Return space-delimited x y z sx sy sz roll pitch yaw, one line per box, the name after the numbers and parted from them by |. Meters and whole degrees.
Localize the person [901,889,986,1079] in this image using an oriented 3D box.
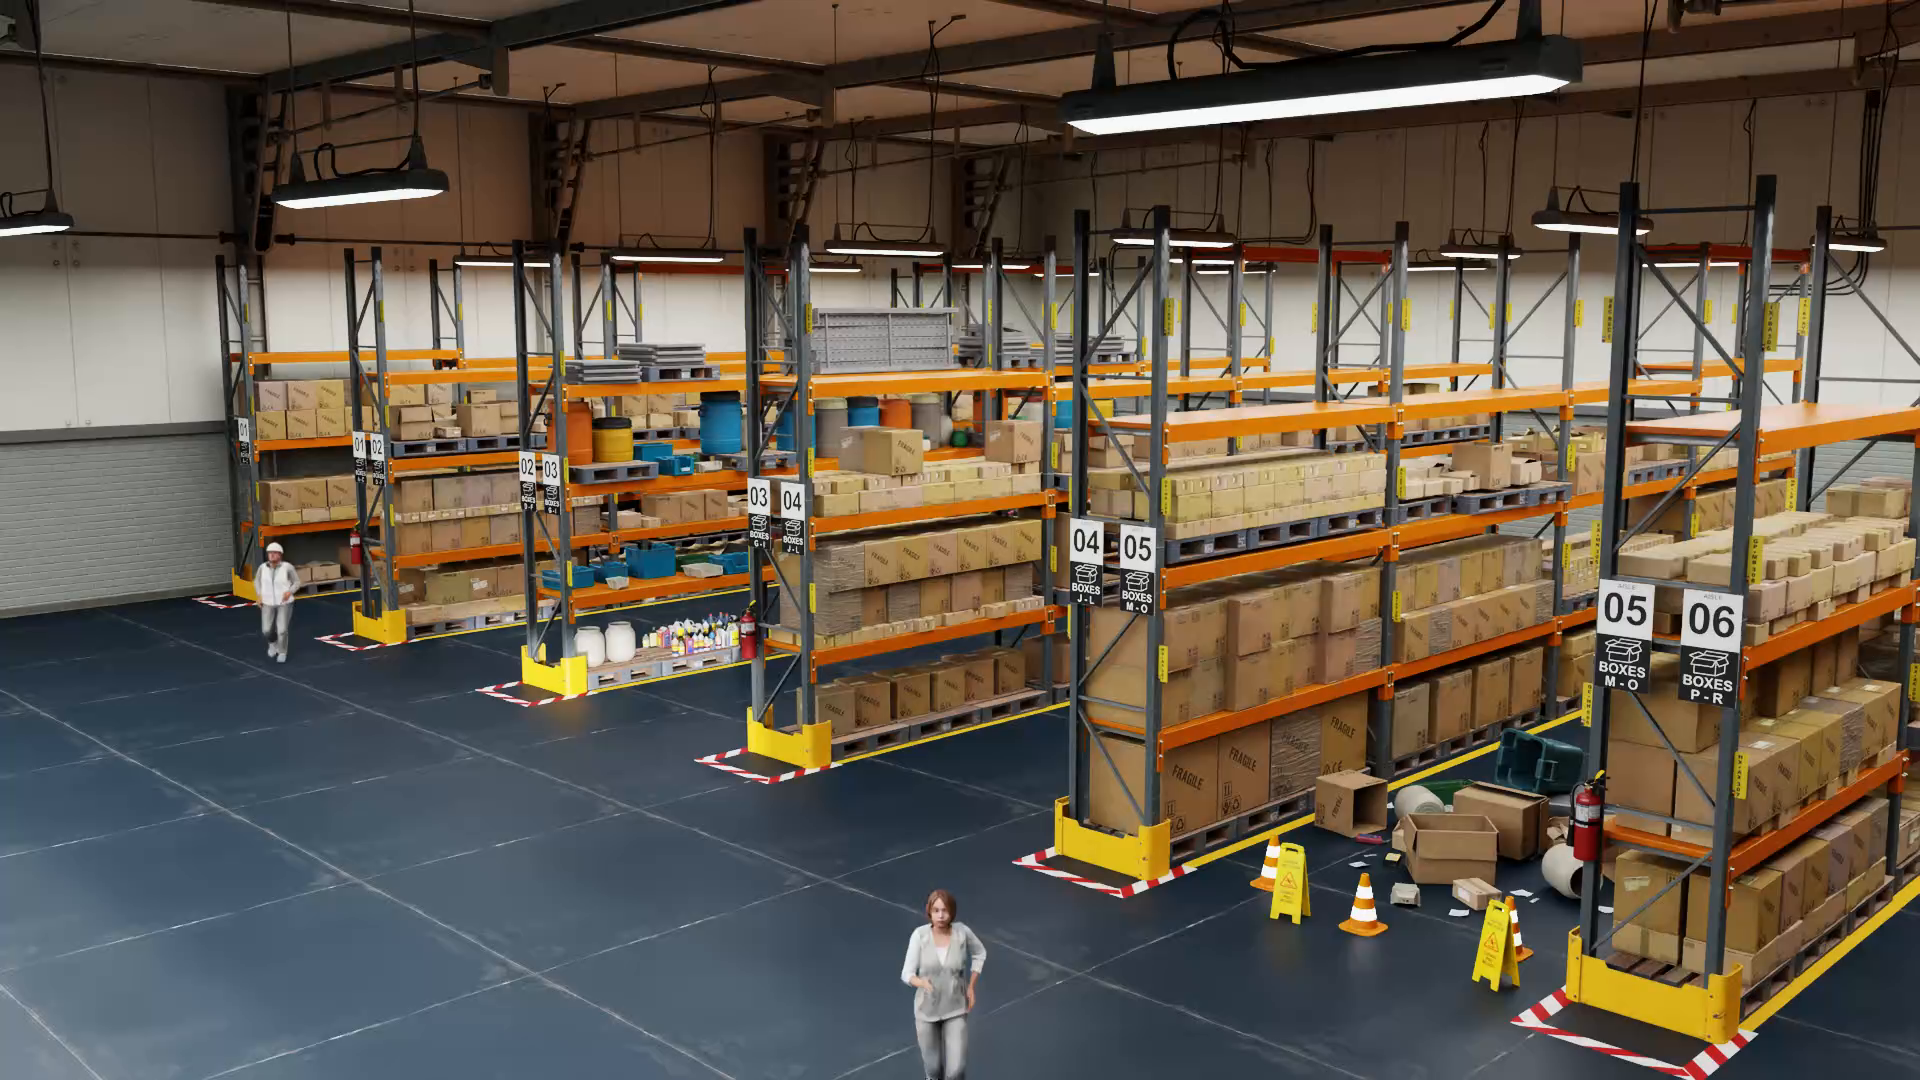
-0.103 2.946 10.228 0.513 1.623 0.650 0 8 2 | person

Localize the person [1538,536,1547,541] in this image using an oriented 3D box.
8.914 0.753 25.414 0.836 1.655 0.615 -6 10 -36 | person

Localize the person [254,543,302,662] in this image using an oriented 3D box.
-9.876 0.907 24.060 0.672 1.741 0.570 -2 8 -12 | person
